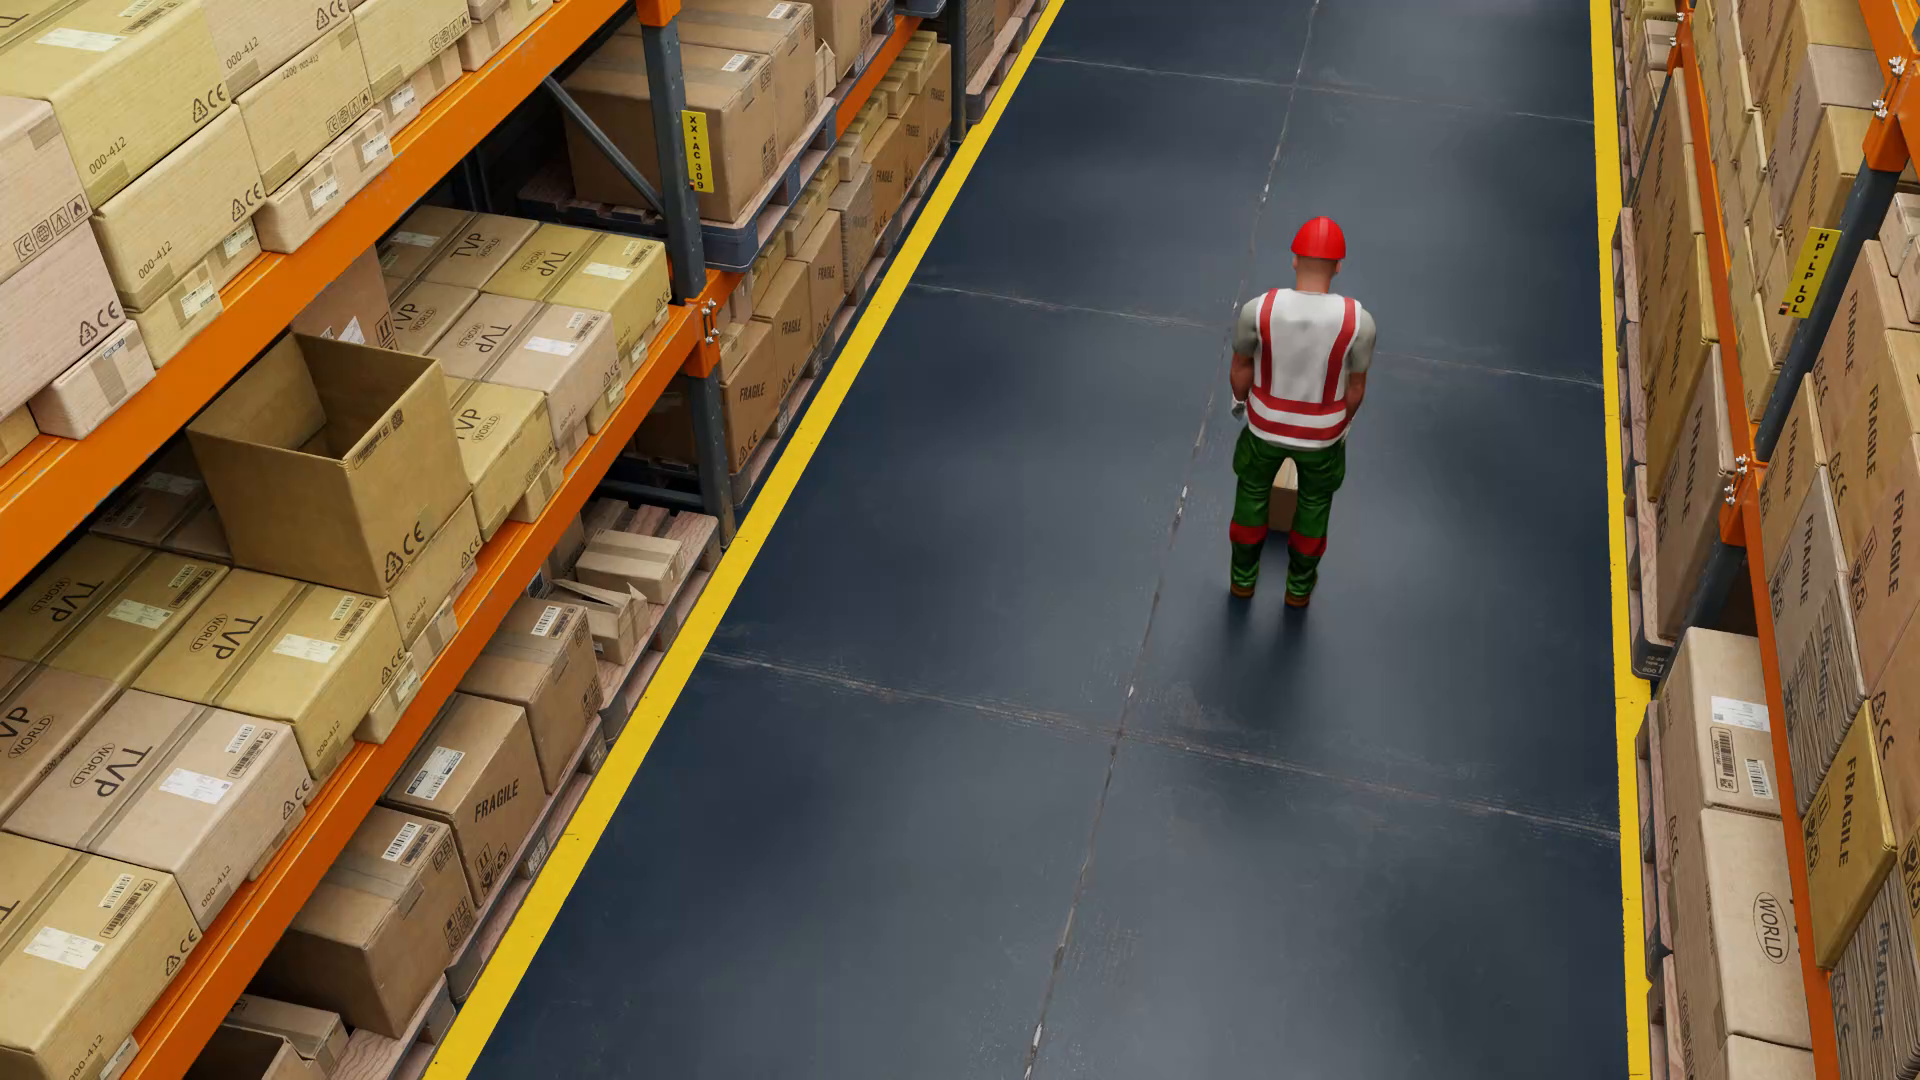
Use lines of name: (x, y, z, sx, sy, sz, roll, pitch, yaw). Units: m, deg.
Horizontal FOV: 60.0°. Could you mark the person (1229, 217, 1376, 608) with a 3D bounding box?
person: (1.341, -0.489, 6.733, 0.536, 1.757, 0.414, 11, 42, 12)
